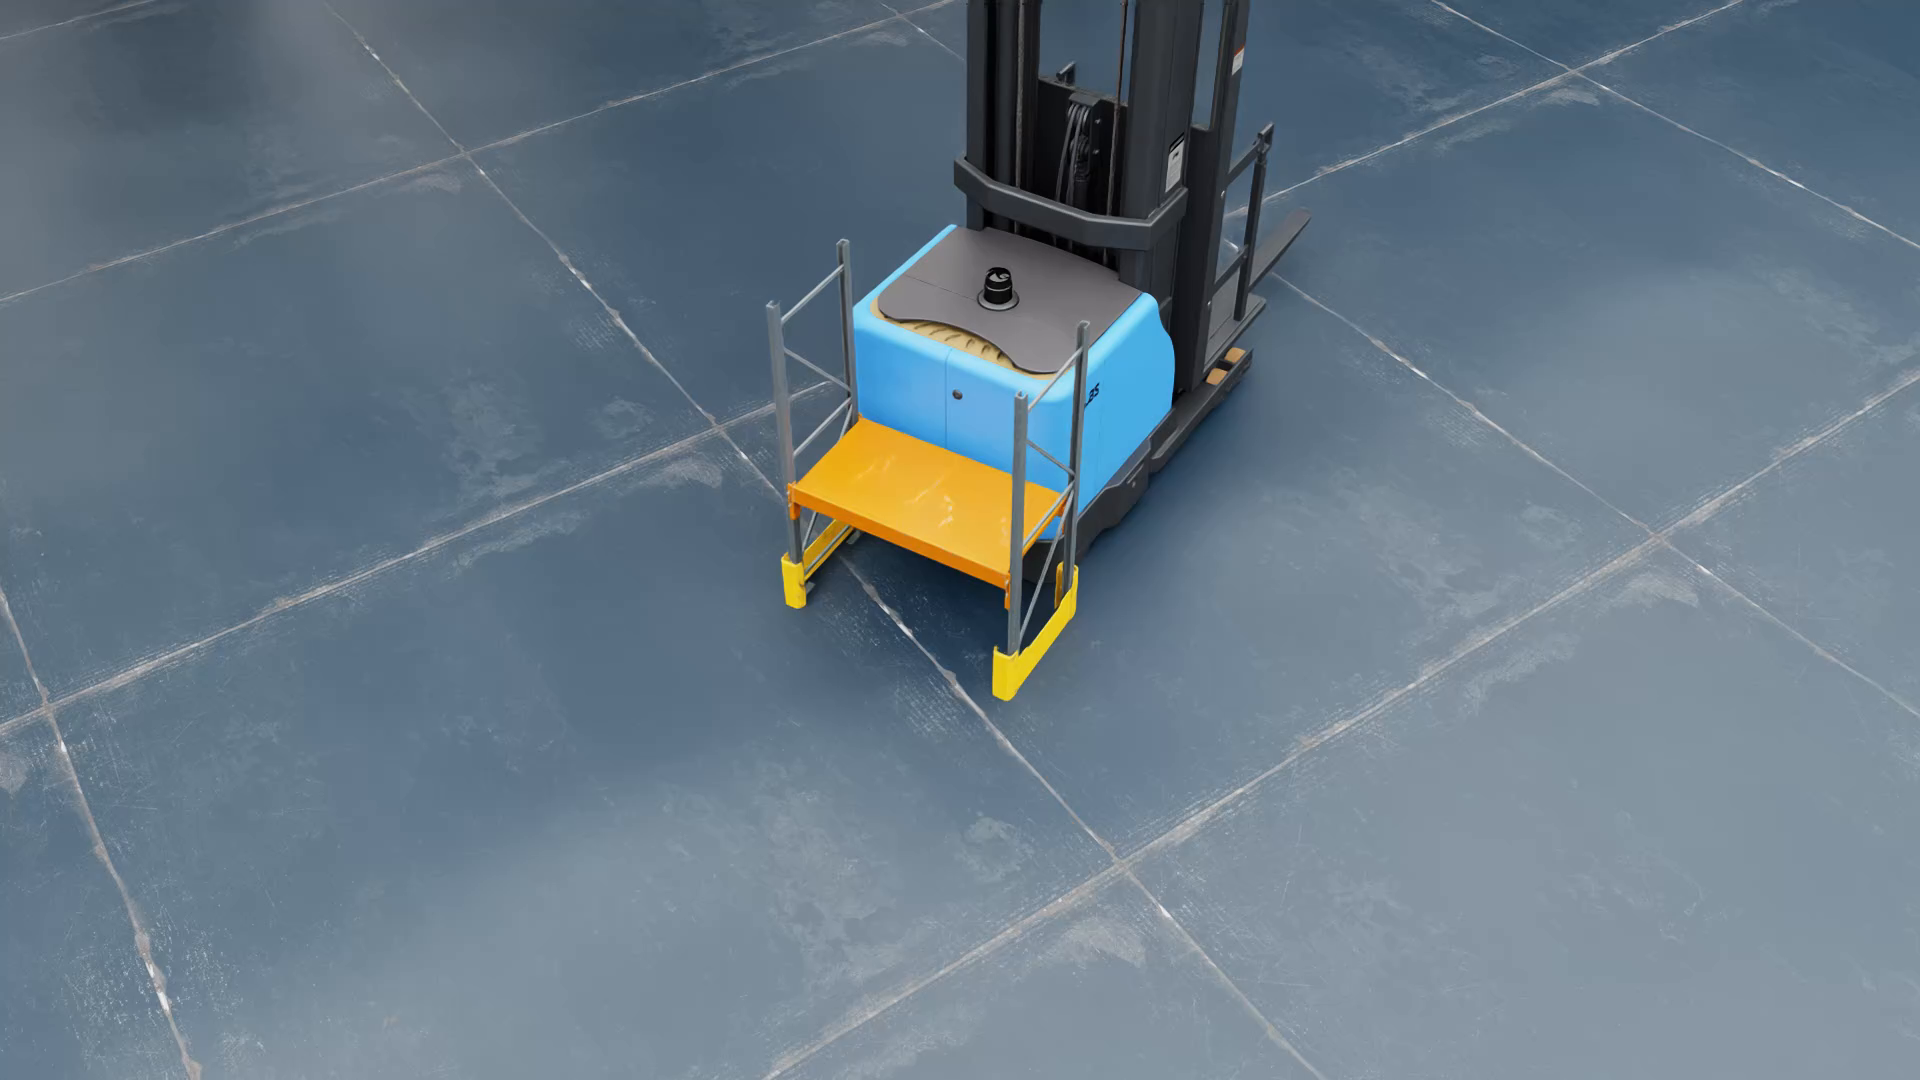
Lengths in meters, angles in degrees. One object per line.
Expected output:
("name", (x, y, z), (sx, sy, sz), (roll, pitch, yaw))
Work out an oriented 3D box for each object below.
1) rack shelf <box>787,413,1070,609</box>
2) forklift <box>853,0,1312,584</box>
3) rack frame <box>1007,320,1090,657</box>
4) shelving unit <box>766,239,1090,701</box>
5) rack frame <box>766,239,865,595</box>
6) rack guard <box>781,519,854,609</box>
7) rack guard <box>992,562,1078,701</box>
("rack shelf", (-0.117, -0.130, 6.552), (1.000, 0.185, 0.538), (22, 48, 21))
("forklift", (0.753, -1.873, 7.080), (1.130, 2.935, 3.031), (24, 49, 23))
("rack frame", (0.322, -0.083, 6.242), (0.032, 1.500, 0.500), (22, 48, 21))
("shelving unit", (-0.124, -0.264, 6.431), (1.083, 1.500, 0.587), (22, 48, 21))
("rack frame", (-0.555, -0.438, 6.614), (0.032, 1.500, 0.500), (22, 48, 21))
("rack guard", (-0.554, 0.014, 7.045), (0.087, 0.250, 0.587), (22, 48, 21))
("rack guard", (0.305, 0.363, 6.680), (0.087, 0.250, 0.587), (22, 48, 21))
